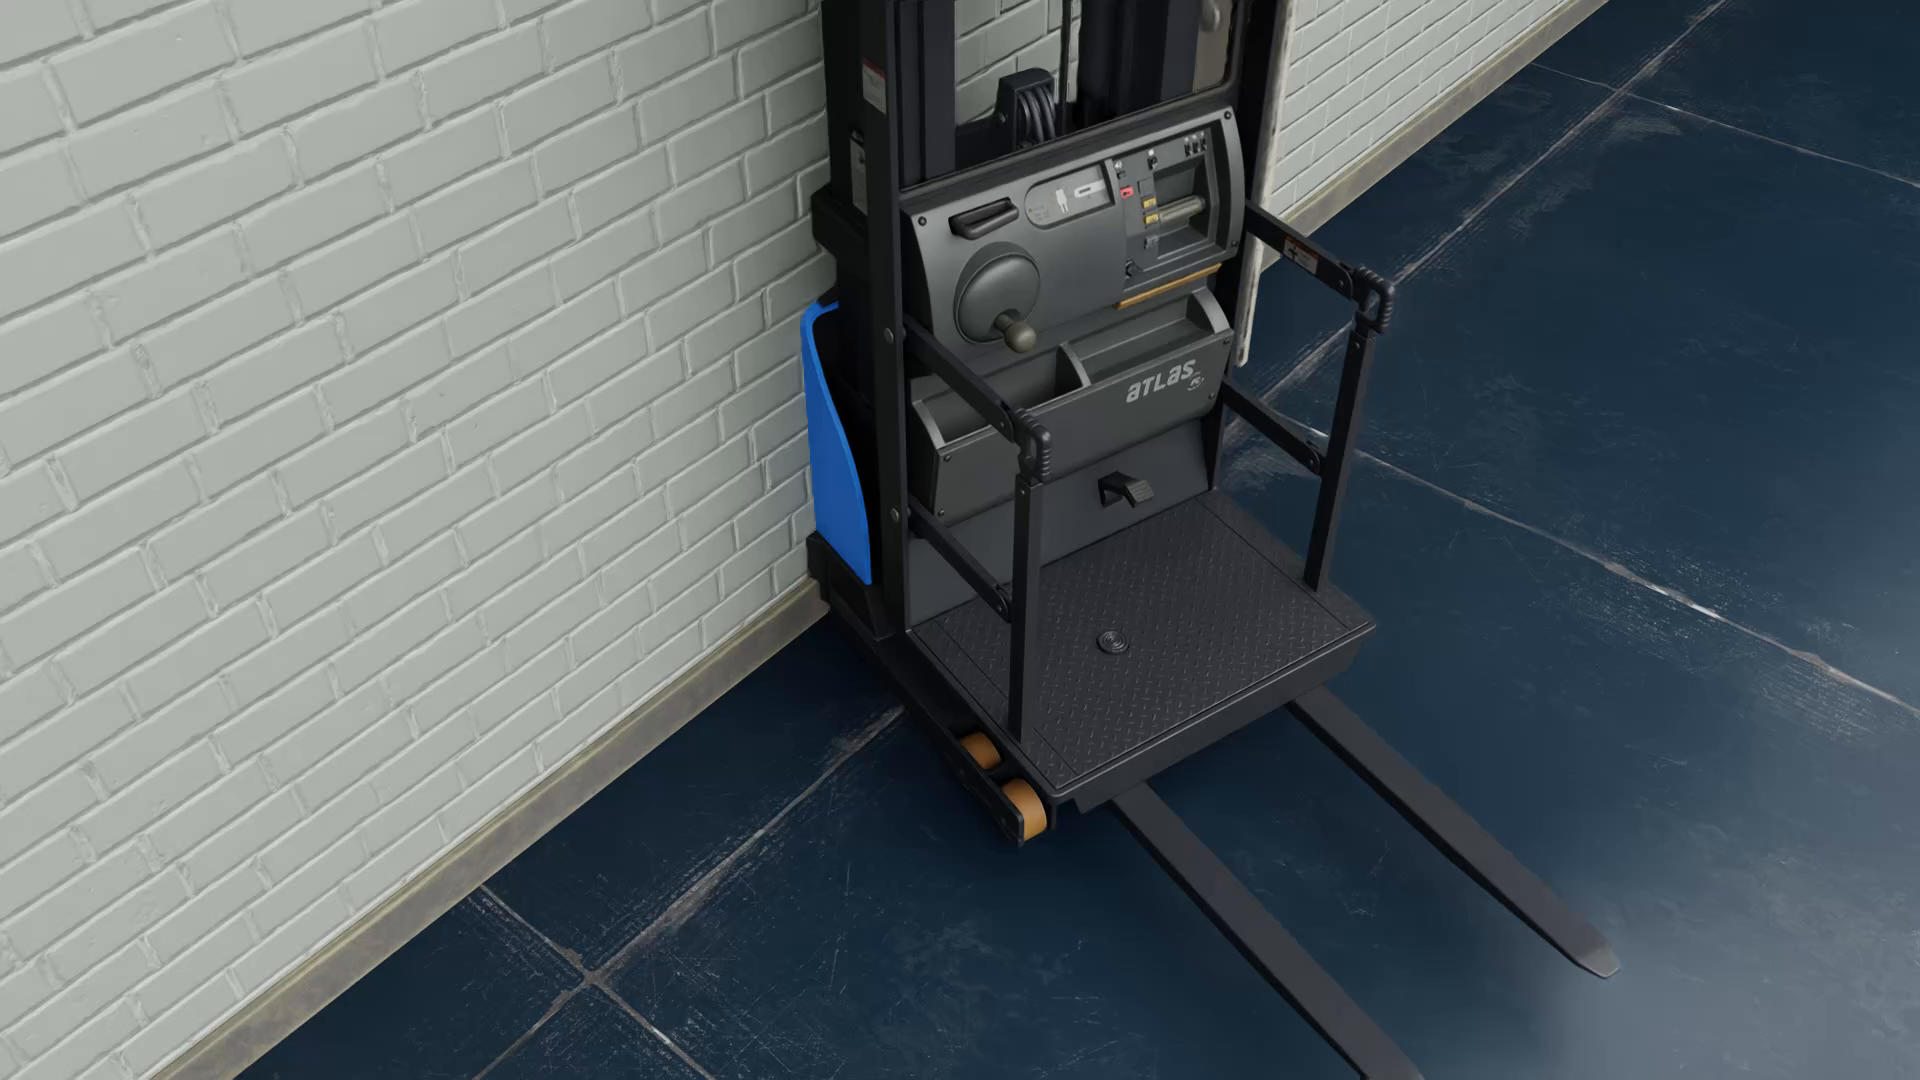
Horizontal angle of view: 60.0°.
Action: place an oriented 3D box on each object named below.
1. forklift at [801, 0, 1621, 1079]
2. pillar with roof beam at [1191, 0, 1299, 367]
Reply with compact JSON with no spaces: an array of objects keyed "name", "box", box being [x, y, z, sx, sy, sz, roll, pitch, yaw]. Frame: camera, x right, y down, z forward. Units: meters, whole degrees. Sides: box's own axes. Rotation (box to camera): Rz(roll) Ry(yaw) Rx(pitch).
[{"name":"forklift","box":[0.416,-0.661,3.798,1.130,2.935,3.031,-24,47,-24]},{"name":"pillar with roof beam","box":[4.083,-2.074,0.842,9.100,9.000,0.400,29,50,28]}]
